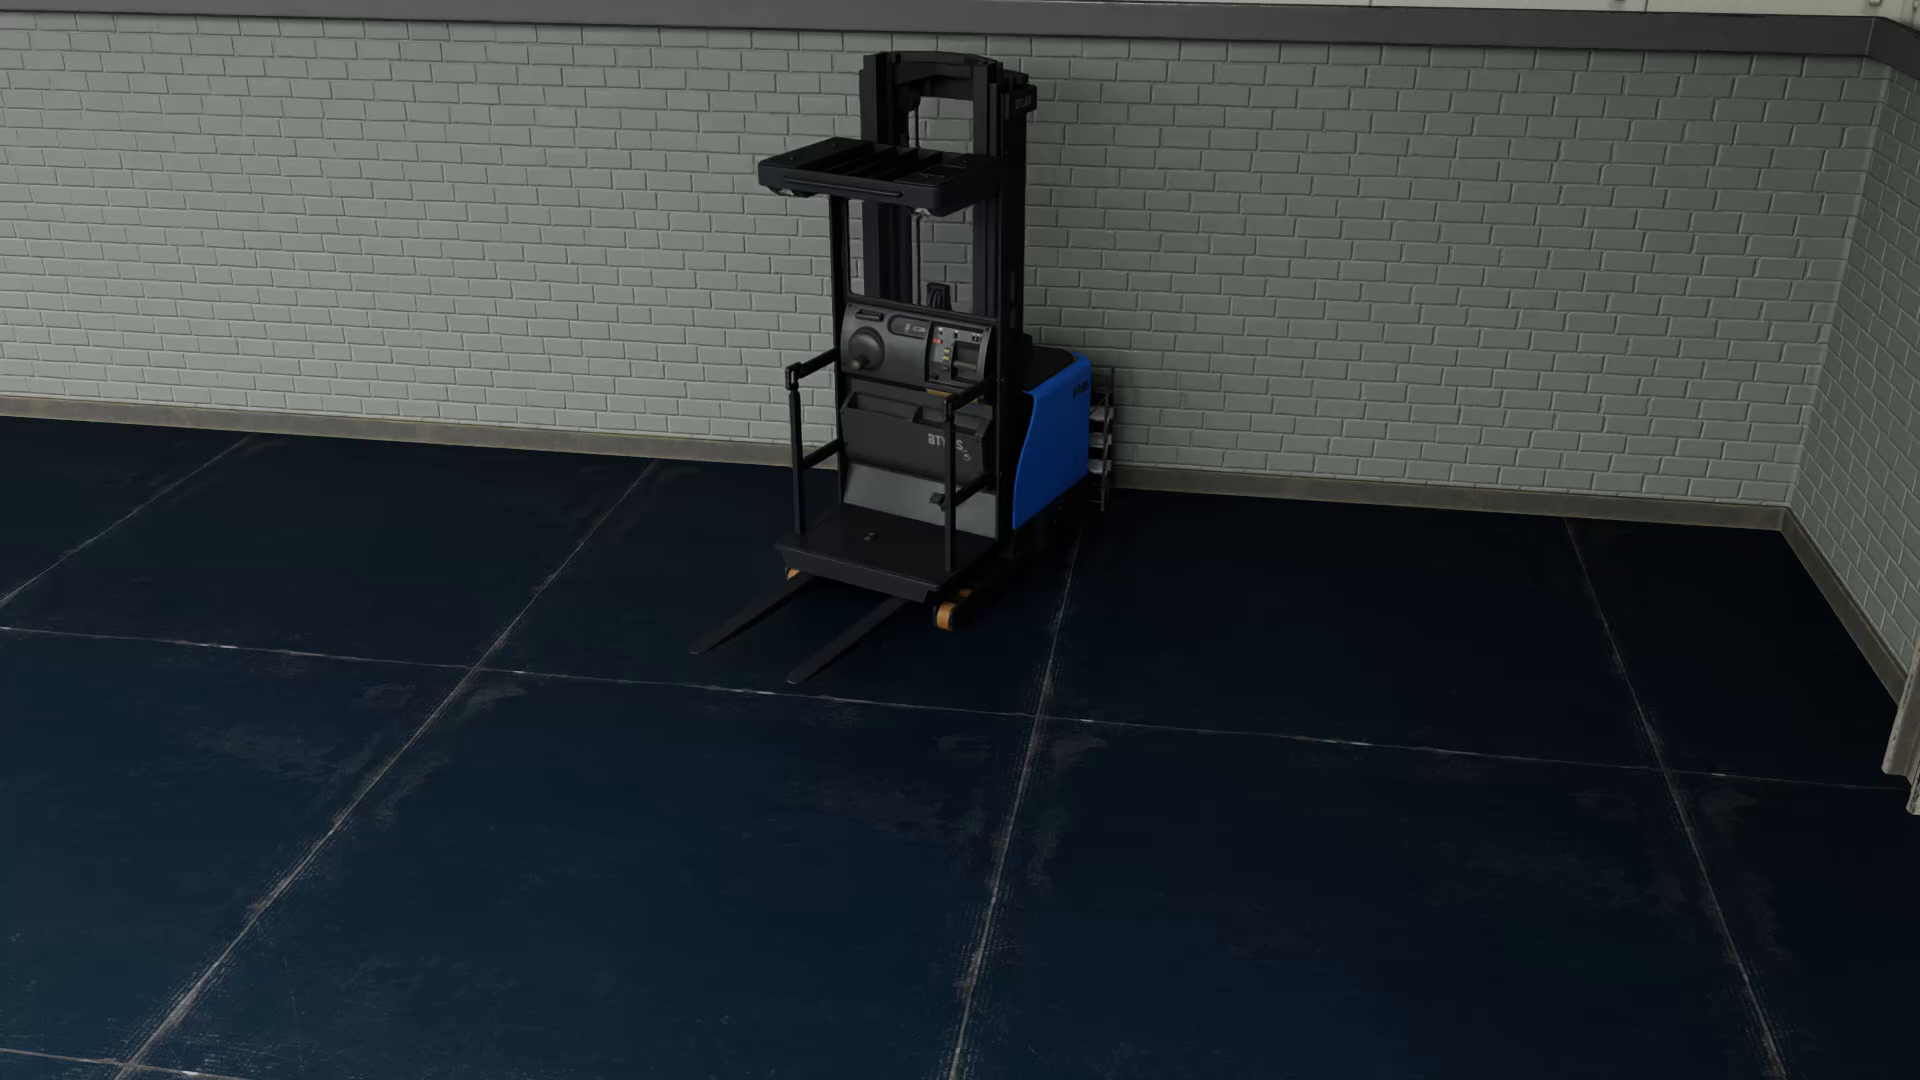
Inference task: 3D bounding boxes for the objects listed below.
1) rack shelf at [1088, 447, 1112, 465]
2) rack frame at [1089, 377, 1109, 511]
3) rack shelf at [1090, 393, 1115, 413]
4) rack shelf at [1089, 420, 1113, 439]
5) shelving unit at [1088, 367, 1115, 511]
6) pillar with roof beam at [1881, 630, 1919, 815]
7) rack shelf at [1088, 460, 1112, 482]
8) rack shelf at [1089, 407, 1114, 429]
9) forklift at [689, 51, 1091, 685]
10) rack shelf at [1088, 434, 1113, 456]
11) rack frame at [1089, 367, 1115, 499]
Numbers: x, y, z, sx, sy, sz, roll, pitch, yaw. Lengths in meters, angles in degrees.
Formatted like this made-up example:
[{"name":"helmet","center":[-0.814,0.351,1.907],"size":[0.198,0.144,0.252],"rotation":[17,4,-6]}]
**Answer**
[{"name":"rack shelf","center":[0.830,-0.536,10.624],"size":[0.258,0.077,0.200],"rotation":[6,26,13]},{"name":"rack frame","center":[0.805,-0.606,10.482],"size":[0.240,0.900,0.006],"rotation":[6,26,13]},{"name":"rack shelf","center":[0.830,-0.862,10.472],"size":[0.258,0.077,0.200],"rotation":[6,26,13]},{"name":"rack shelf","center":[0.830,-0.699,10.548],"size":[0.258,0.077,0.200],"rotation":[6,26,13]},{"name":"shelving unit","center":[0.830,-0.648,10.572],"size":[0.258,0.900,0.210],"rotation":[6,26,13]},{"name":"pillar with roof beam","center":[0.268,-3.197,6.466],"size":[9.100,9.000,0.400],"rotation":[4,25,9]},{"name":"rack shelf","center":[0.830,-0.454,10.662],"size":[0.258,0.077,0.200],"rotation":[6,26,13]},{"name":"rack shelf","center":[0.830,-0.780,10.510],"size":[0.258,0.077,0.200],"rotation":[6,26,13]},{"name":"forklift","center":[-0.352,-1.043,9.021],"size":[1.130,2.935,3.031],"rotation":[14,28,27]},{"name":"rack shelf","center":[0.830,-0.617,10.586],"size":[0.258,0.077,0.200],"rotation":[6,26,13]},{"name":"rack frame","center":[0.854,-0.689,10.661],"size":[0.240,0.900,0.006],"rotation":[6,26,13]}]
